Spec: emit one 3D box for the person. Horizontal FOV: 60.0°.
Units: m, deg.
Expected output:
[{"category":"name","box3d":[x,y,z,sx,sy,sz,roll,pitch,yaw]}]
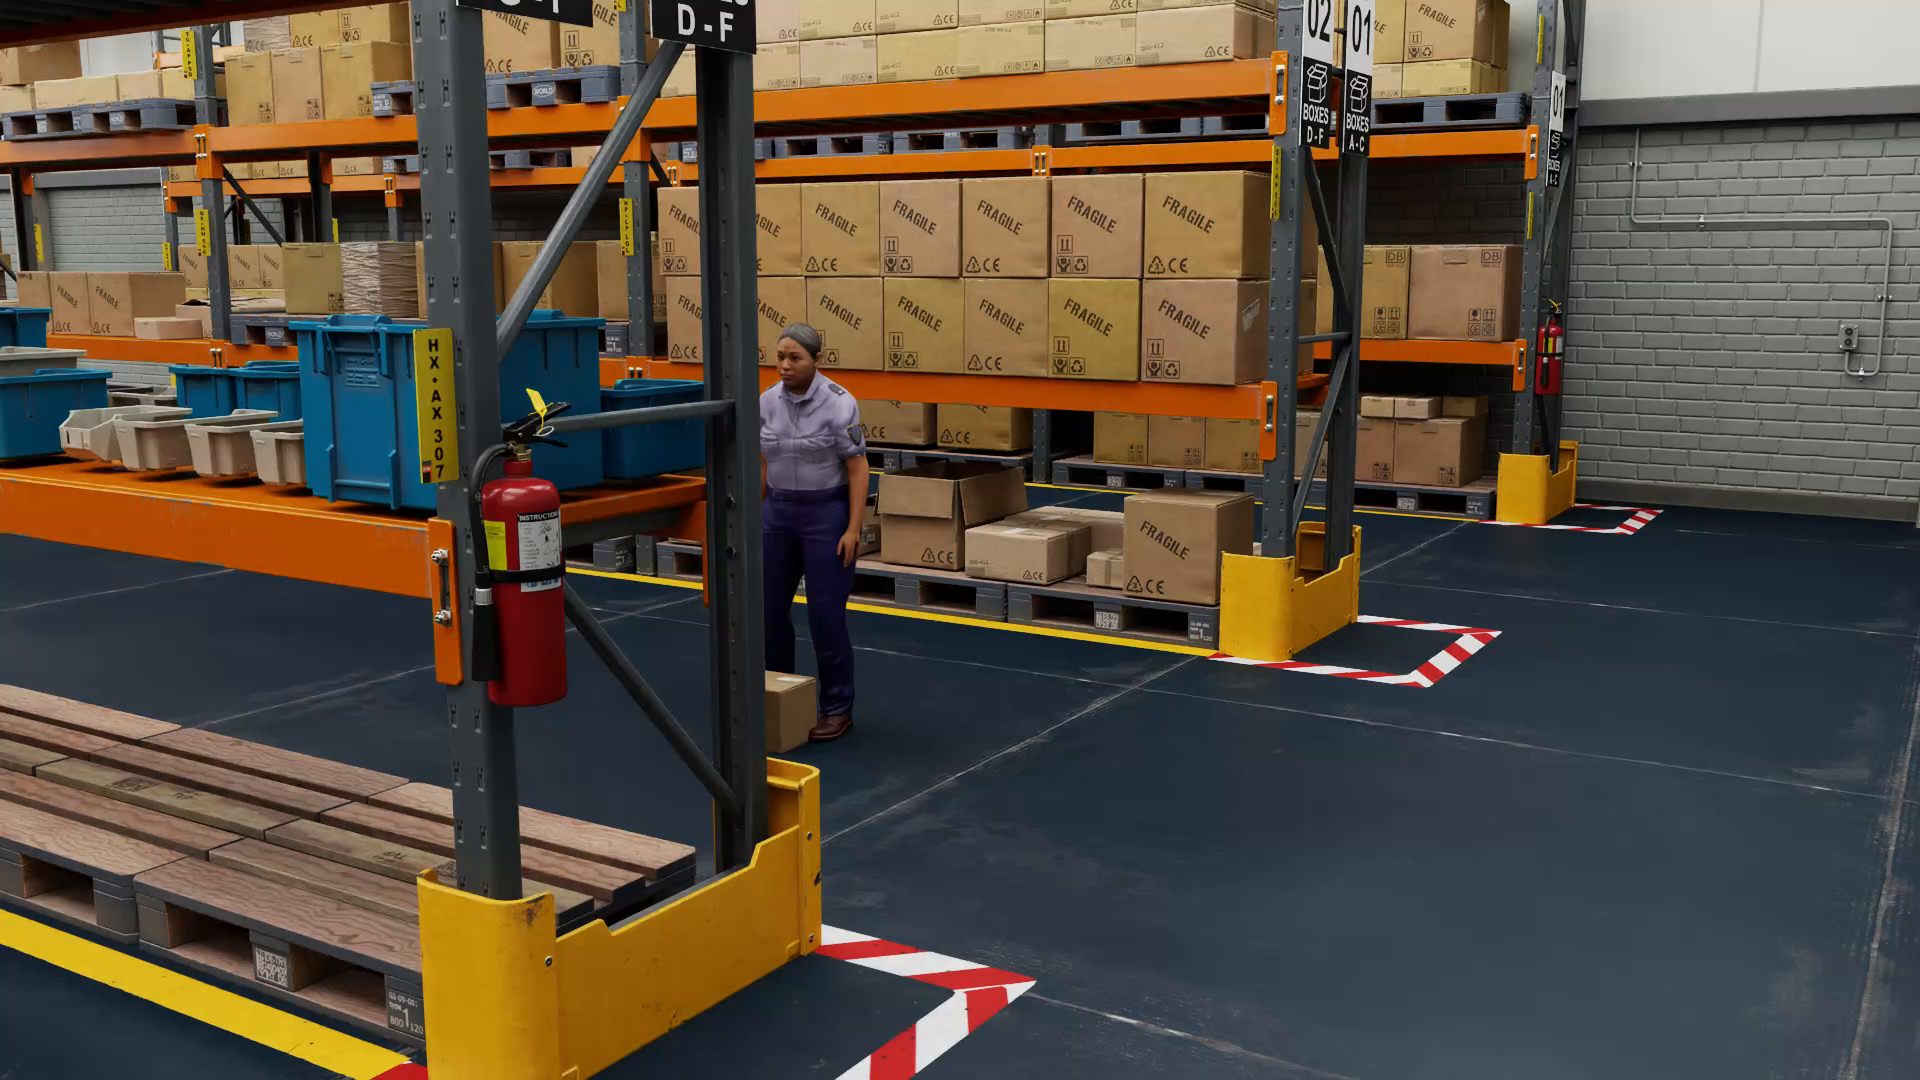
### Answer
[{"category":"person","box3d":[-0.629,-0.036,6.683,0.560,1.632,0.371,5,11,27]}]
